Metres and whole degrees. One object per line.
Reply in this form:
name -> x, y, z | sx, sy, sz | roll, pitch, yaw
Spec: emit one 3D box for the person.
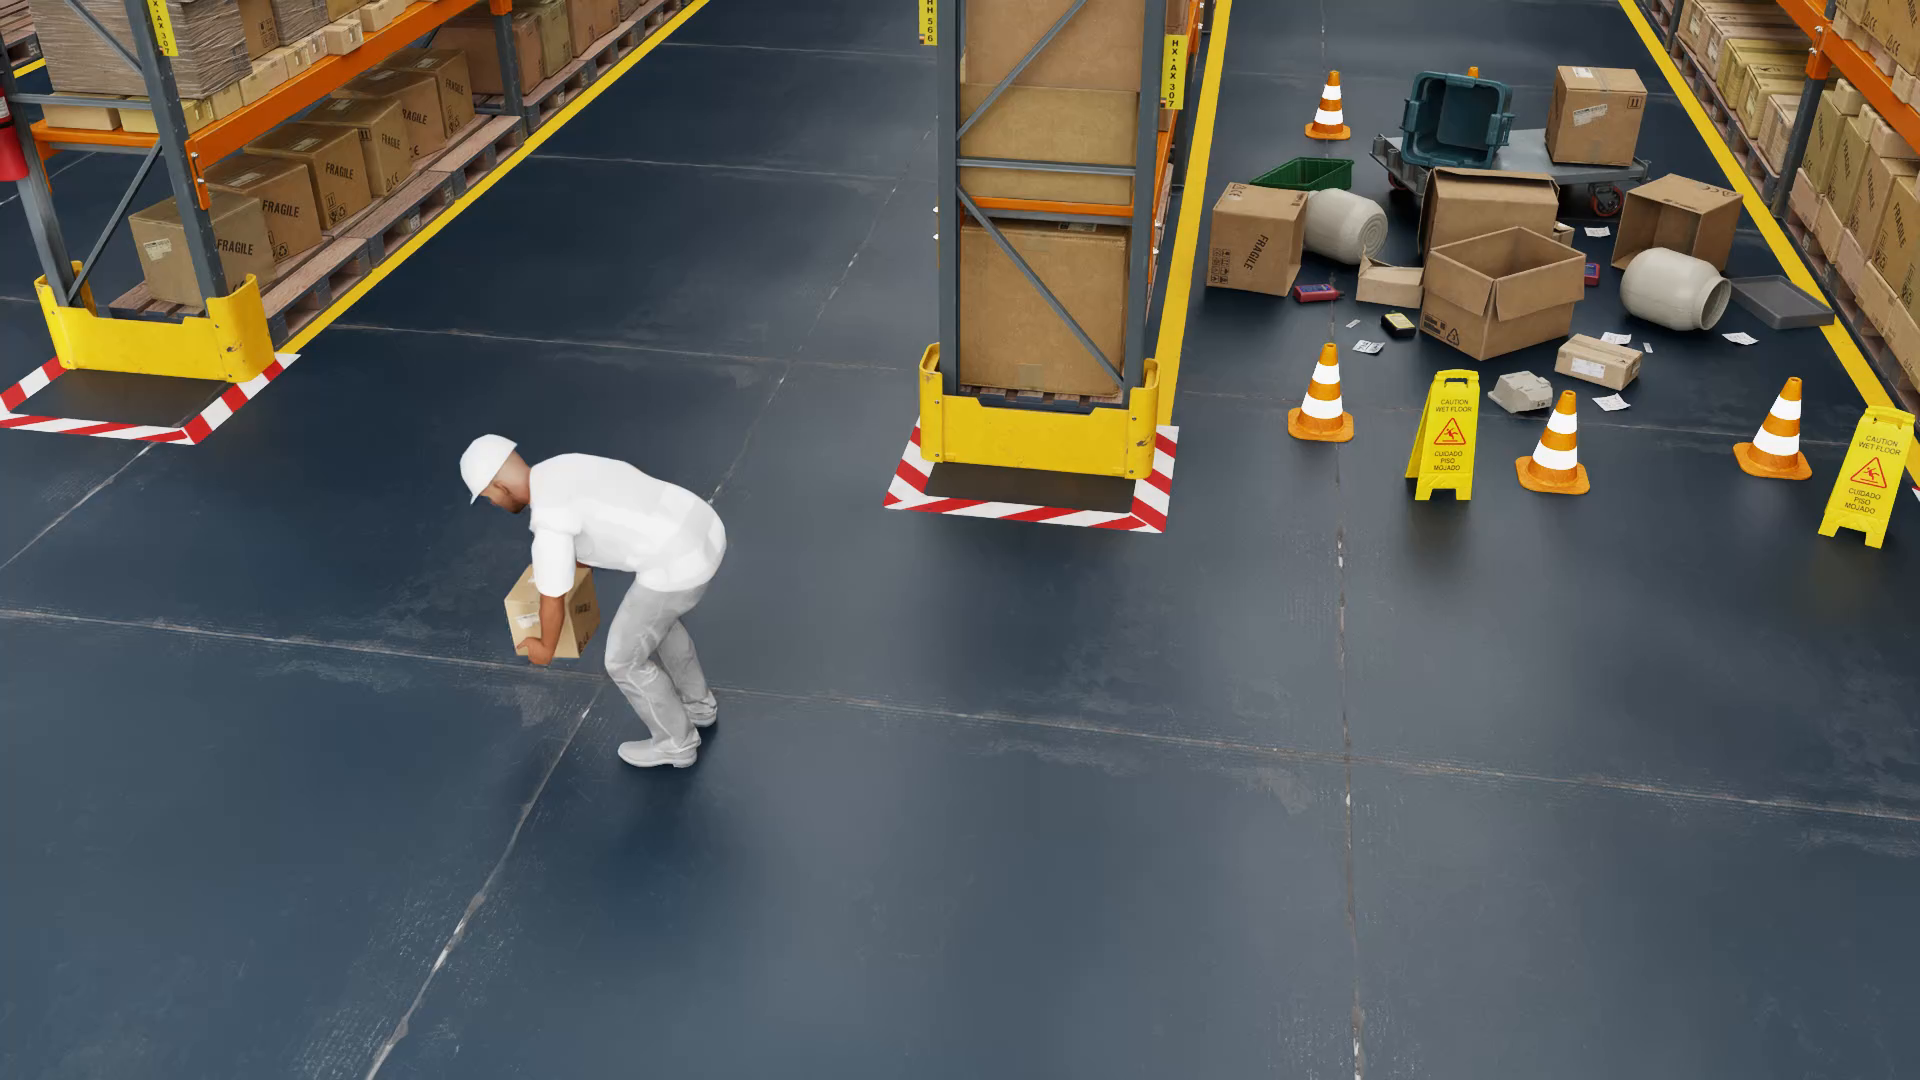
person -> -1.328, 0.215, 6.197 | 0.923, 1.311, 0.494 | 4, 32, 6
